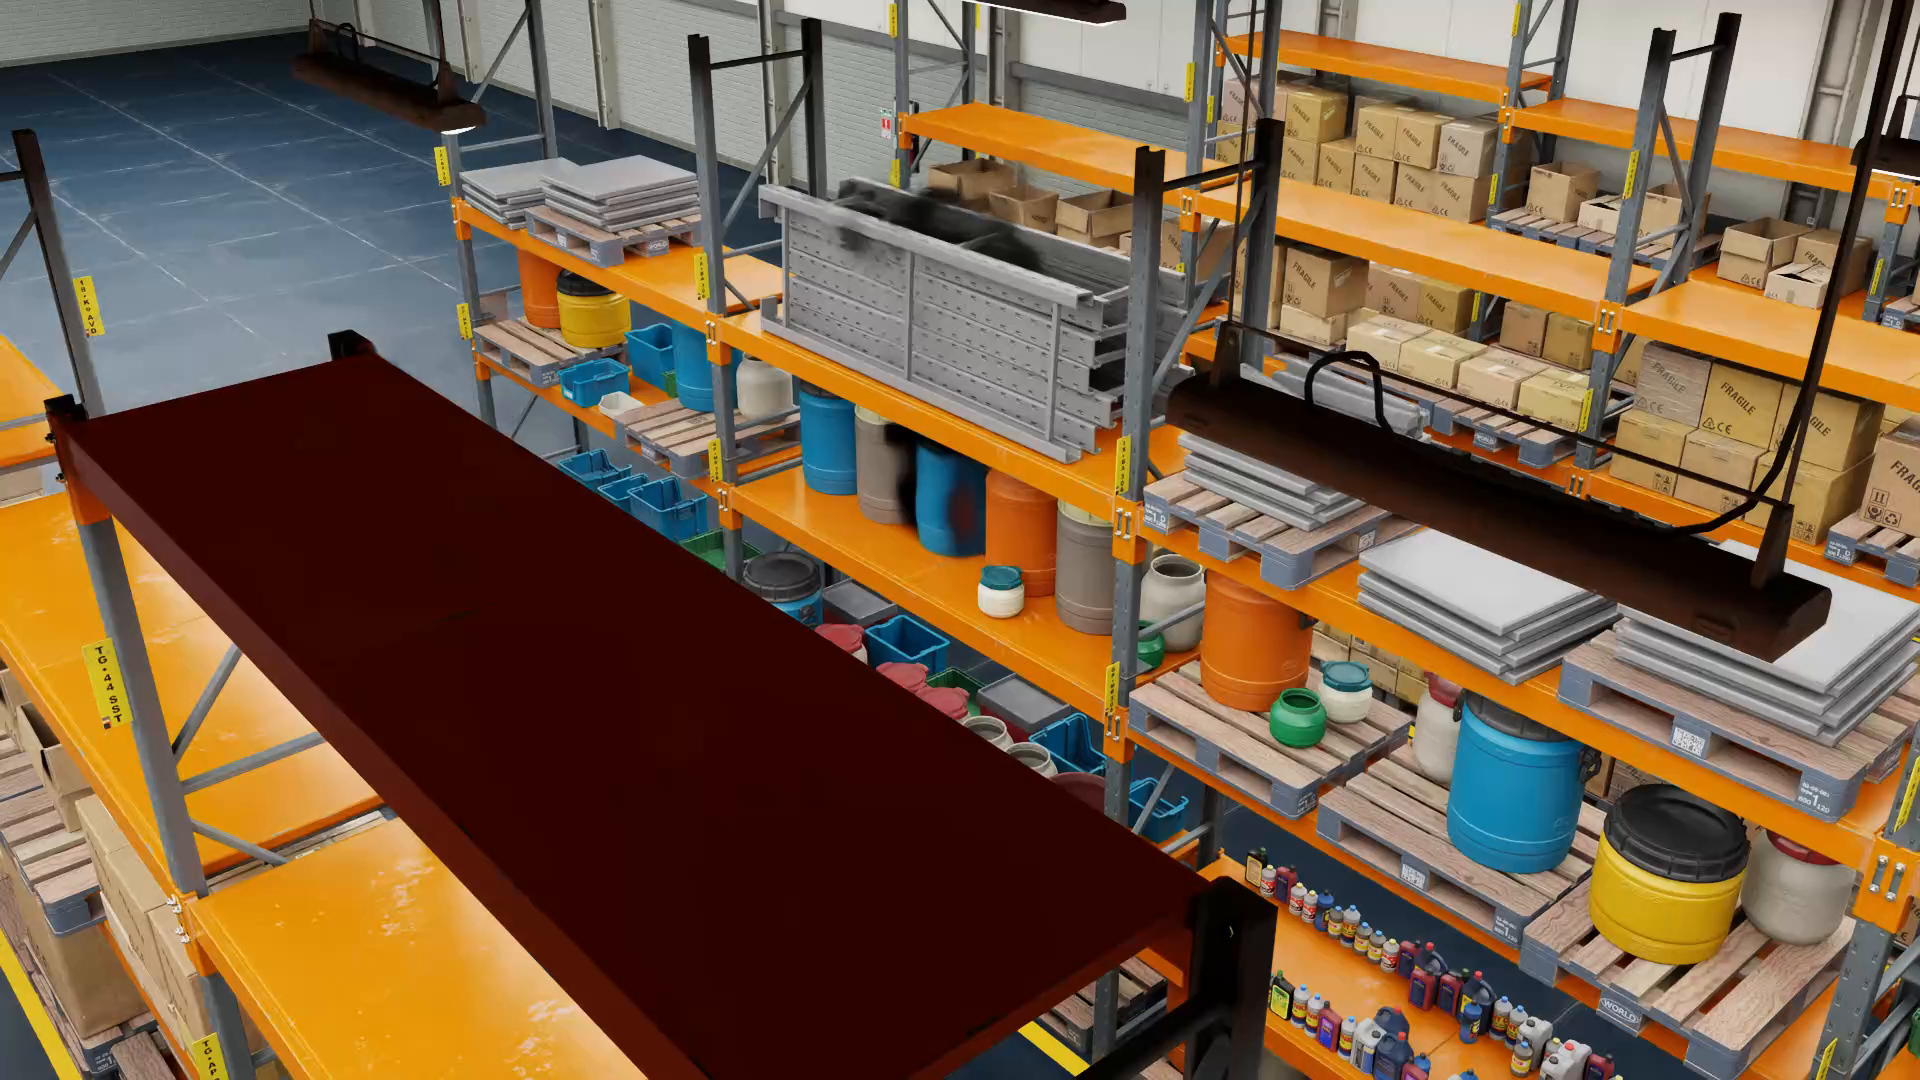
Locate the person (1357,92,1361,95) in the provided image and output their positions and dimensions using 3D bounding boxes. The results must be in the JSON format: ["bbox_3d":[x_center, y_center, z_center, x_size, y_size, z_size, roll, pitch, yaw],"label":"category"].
[{"bbox_3d":[-11.217,-1.460,16.339,25.379,3.716,21.990,11,29,21],"label":"person"}]

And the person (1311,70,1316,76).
[{"bbox_3d":[-0.423,-1.676,16.319,0.650,3.632,14.403,20,33,34],"label":"person"}]
